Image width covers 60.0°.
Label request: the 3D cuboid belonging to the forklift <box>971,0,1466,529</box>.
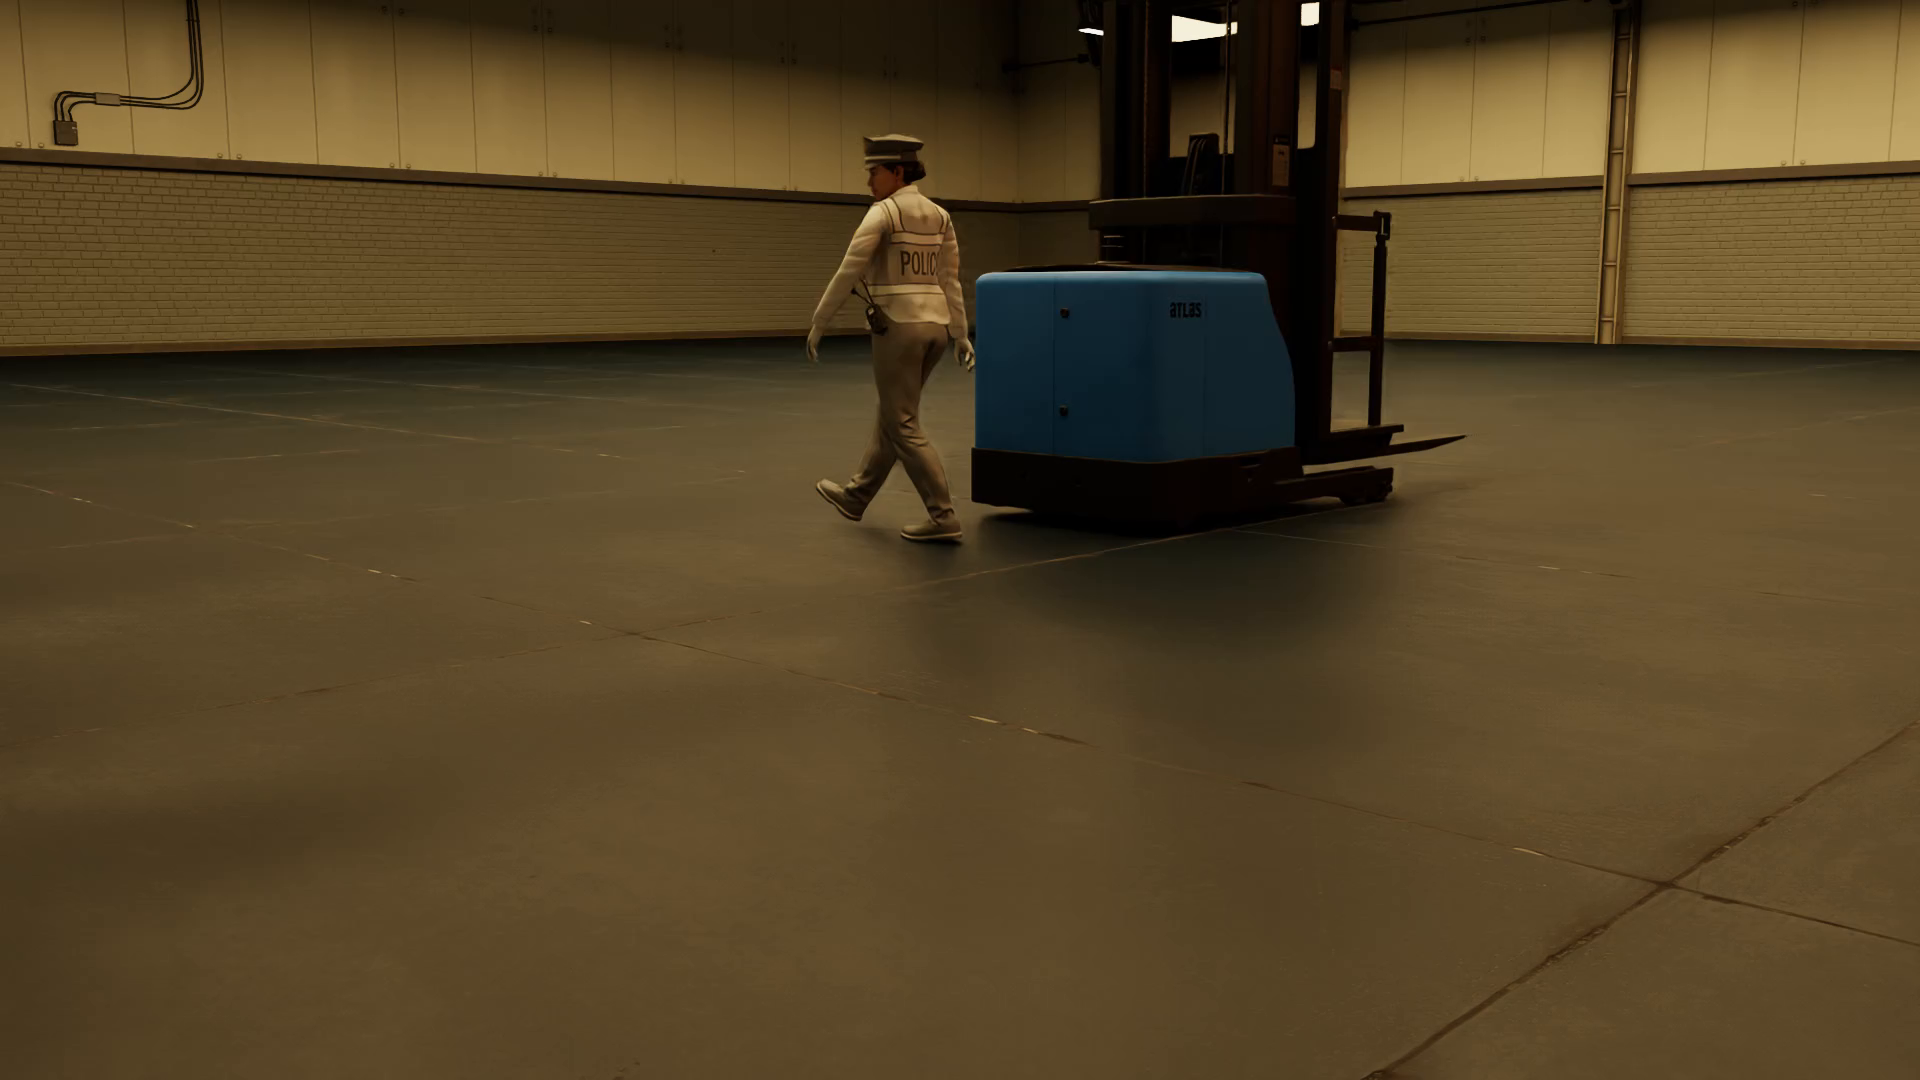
[{"bbox_3d":[1.434,-1.661,7.907,1.130,2.935,3.031,8,12,43],"label":"forklift"}]

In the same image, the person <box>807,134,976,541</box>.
[{"bbox_3d":[-0.306,-0.834,6.847,0.886,1.618,0.637,6,10,34],"label":"person"}]
